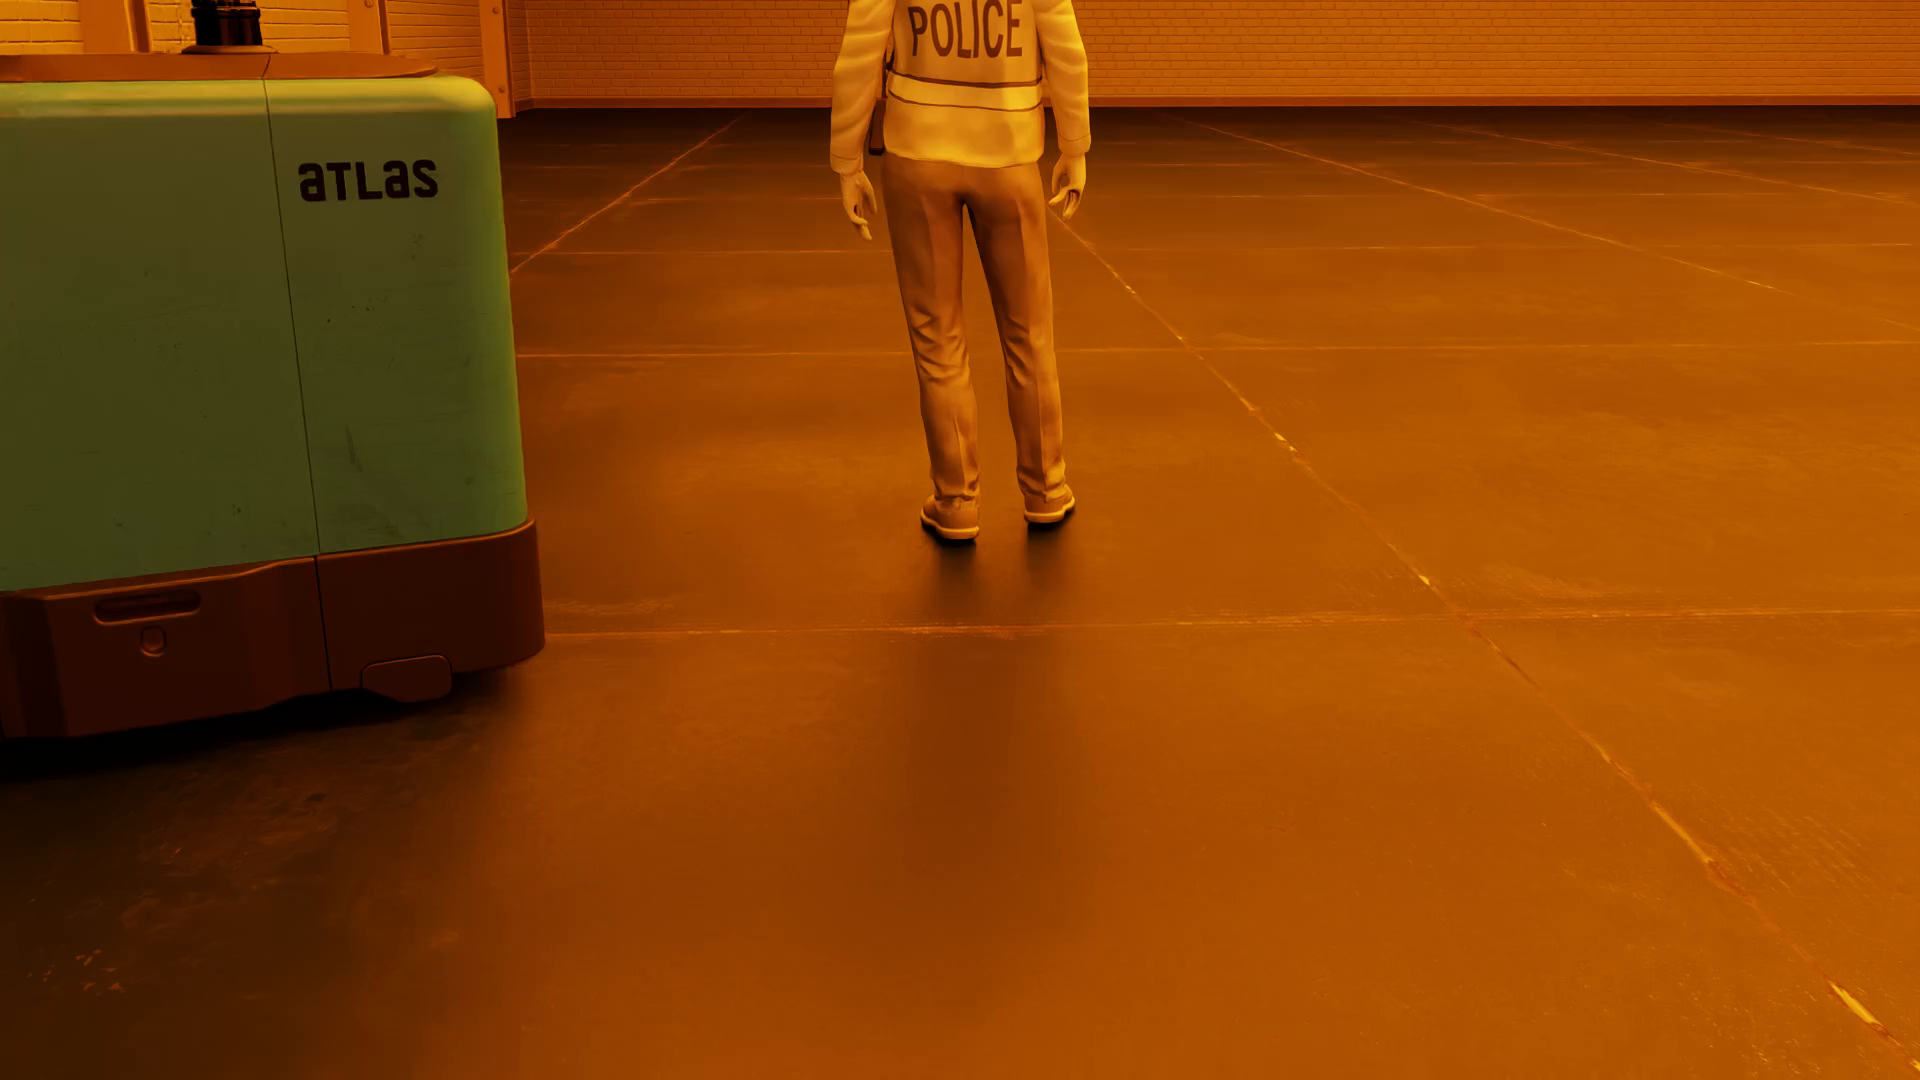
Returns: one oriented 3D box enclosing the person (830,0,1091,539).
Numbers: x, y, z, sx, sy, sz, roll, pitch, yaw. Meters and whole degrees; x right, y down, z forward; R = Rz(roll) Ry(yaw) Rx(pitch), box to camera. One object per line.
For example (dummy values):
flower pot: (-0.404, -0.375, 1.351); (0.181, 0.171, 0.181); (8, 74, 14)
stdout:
person: (0.003, -0.837, 3.735); (0.587, 1.694, 0.529); (-1, 17, -3)

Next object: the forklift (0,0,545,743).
forklift: (-2.320, -1.076, 2.425); (3.031, 2.935, 1.130); (-8, 19, -23)
